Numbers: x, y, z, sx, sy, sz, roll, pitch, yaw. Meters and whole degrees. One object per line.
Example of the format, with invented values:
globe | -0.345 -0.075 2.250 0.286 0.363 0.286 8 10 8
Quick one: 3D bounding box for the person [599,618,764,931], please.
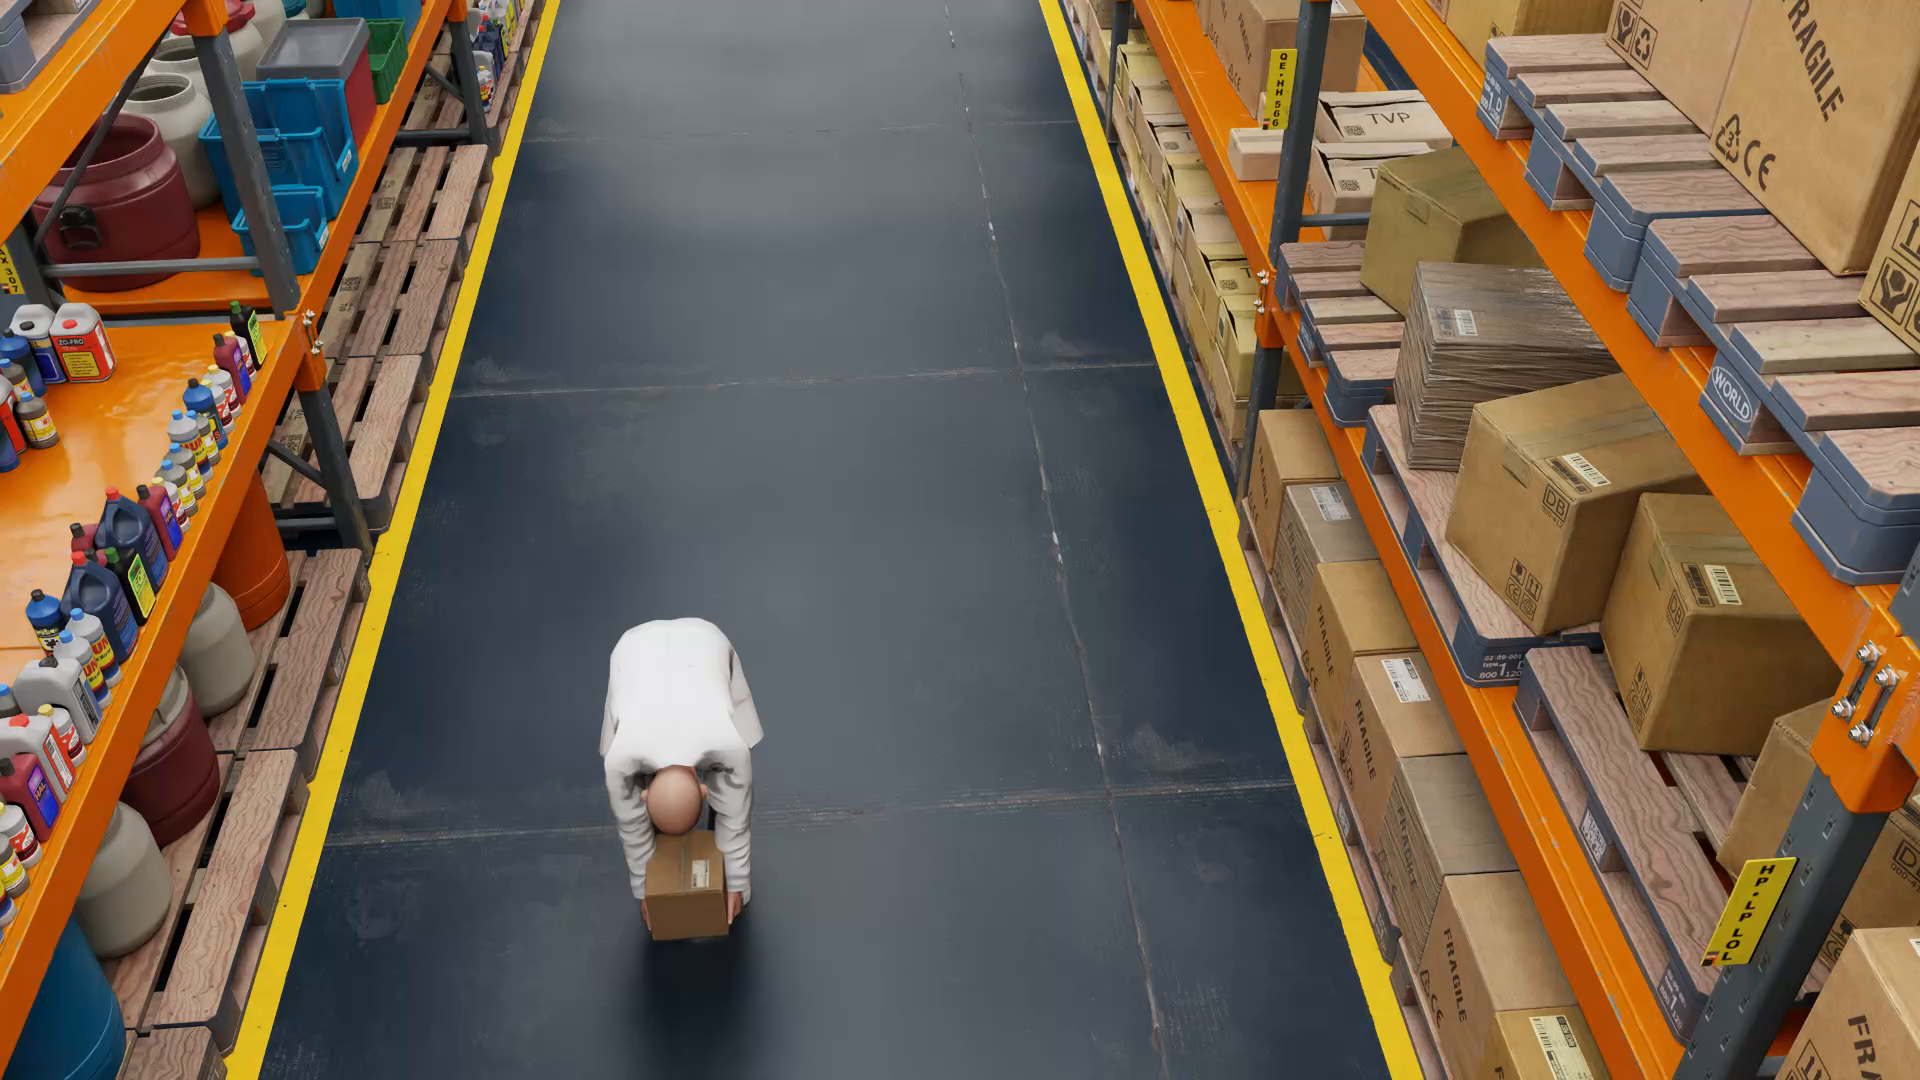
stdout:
person | -0.923 0.894 5.583 0.559 1.107 0.940 -5 39 -6
